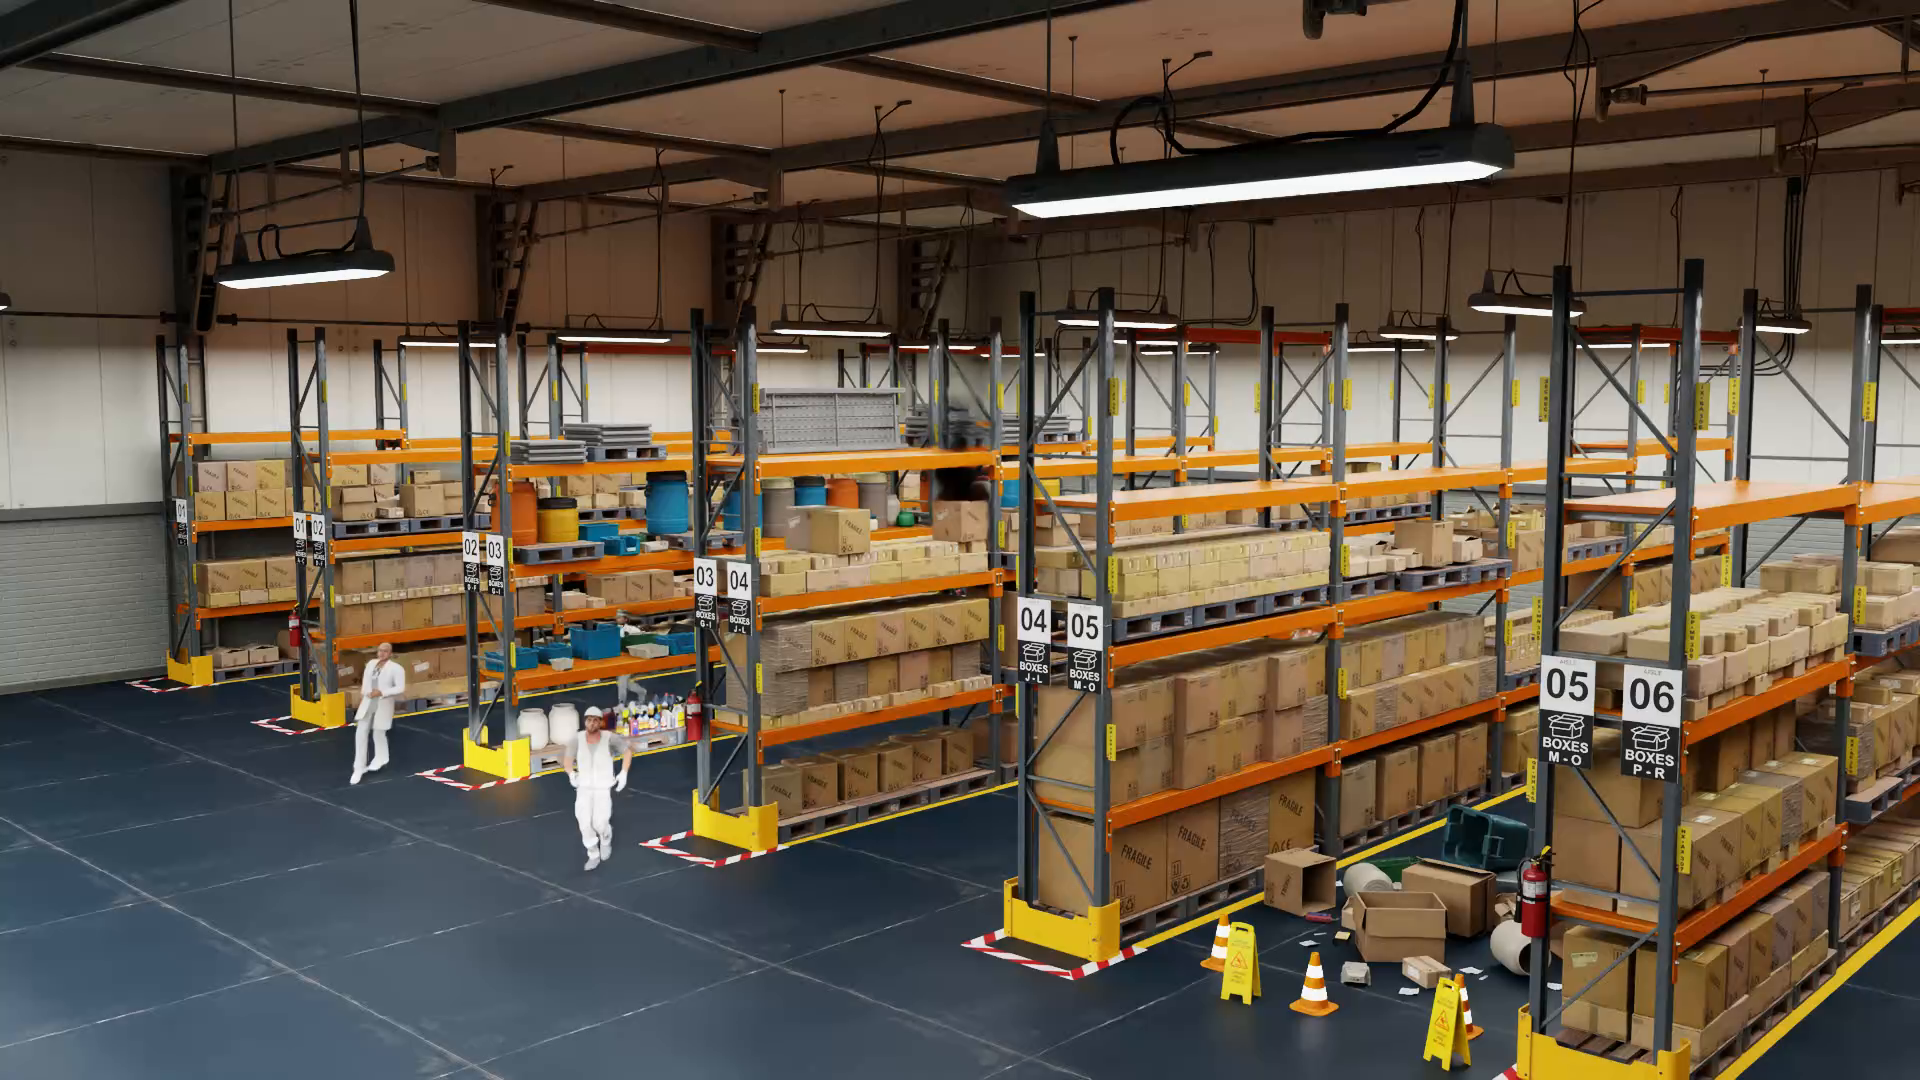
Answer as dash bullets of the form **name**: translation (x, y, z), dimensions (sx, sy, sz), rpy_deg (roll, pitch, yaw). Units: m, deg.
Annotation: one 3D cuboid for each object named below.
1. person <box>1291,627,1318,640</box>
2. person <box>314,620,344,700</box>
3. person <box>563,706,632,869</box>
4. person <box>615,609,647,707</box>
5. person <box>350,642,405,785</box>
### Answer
- **person**: translation (5.042, 1.948, 24.493), dimensions (0.656, 1.805, 0.915), rpy_deg (4, 7, 39)
- **person**: translation (-10.289, 1.715, 27.314), dimensions (0.690, 1.759, 0.928), rpy_deg (5, 7, 43)
- **person**: translation (-3.871, 2.641, 17.685), dimensions (0.702, 1.753, 0.611), rpy_deg (0, 5, -1)
- **person**: translation (-5.184, 1.886, 26.019), dimensions (0.600, 1.681, 0.892), rpy_deg (3, 6, 33)
- **person**: translation (-7.604, 2.233, 21.797), dimensions (0.699, 1.776, 0.927), rpy_deg (0, 5, 4)
